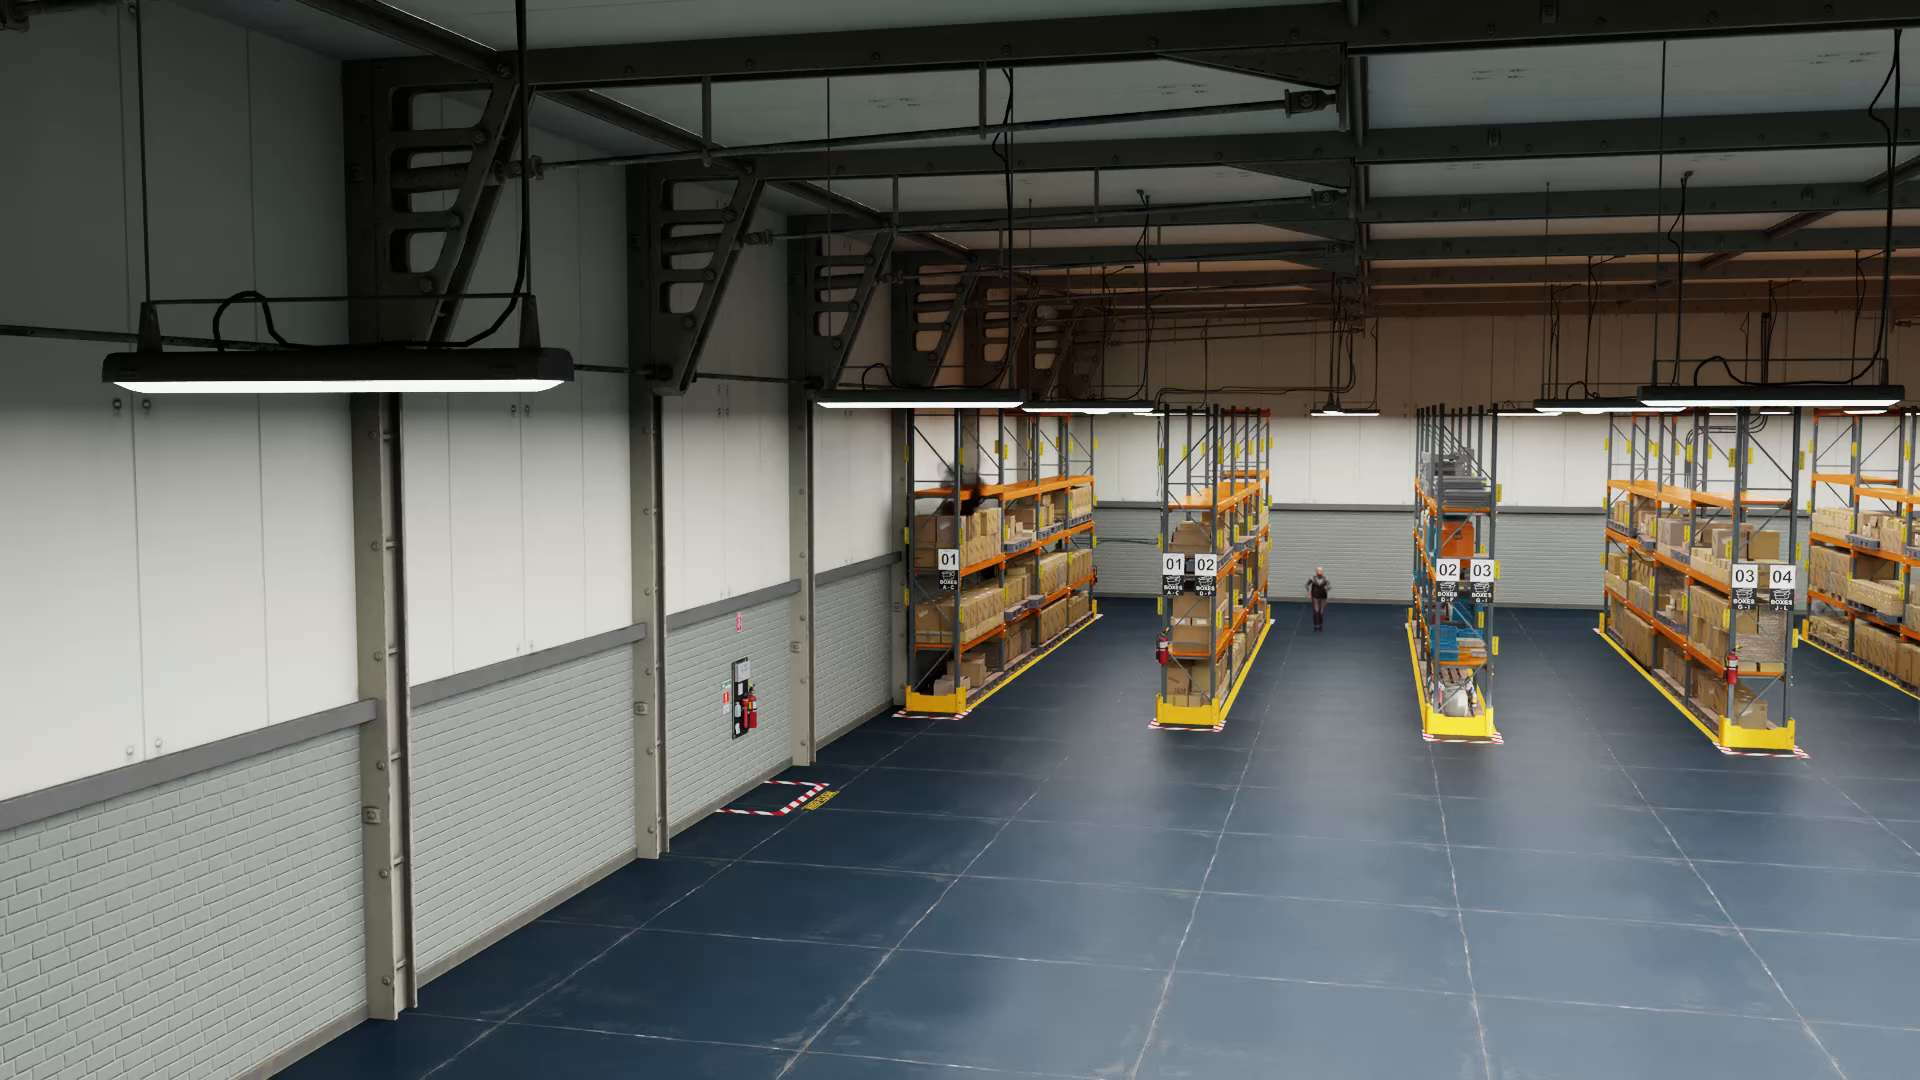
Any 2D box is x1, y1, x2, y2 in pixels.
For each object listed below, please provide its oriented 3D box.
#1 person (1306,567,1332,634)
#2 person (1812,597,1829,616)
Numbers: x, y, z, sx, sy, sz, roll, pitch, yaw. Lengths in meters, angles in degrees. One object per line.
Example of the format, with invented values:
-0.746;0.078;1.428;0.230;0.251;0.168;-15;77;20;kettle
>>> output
9.638;1.604;44.562;0.657;1.762;0.822;0;4;0;person
22.804;1.675;44.071;0.550;1.646;0.658;1;4;9;person
